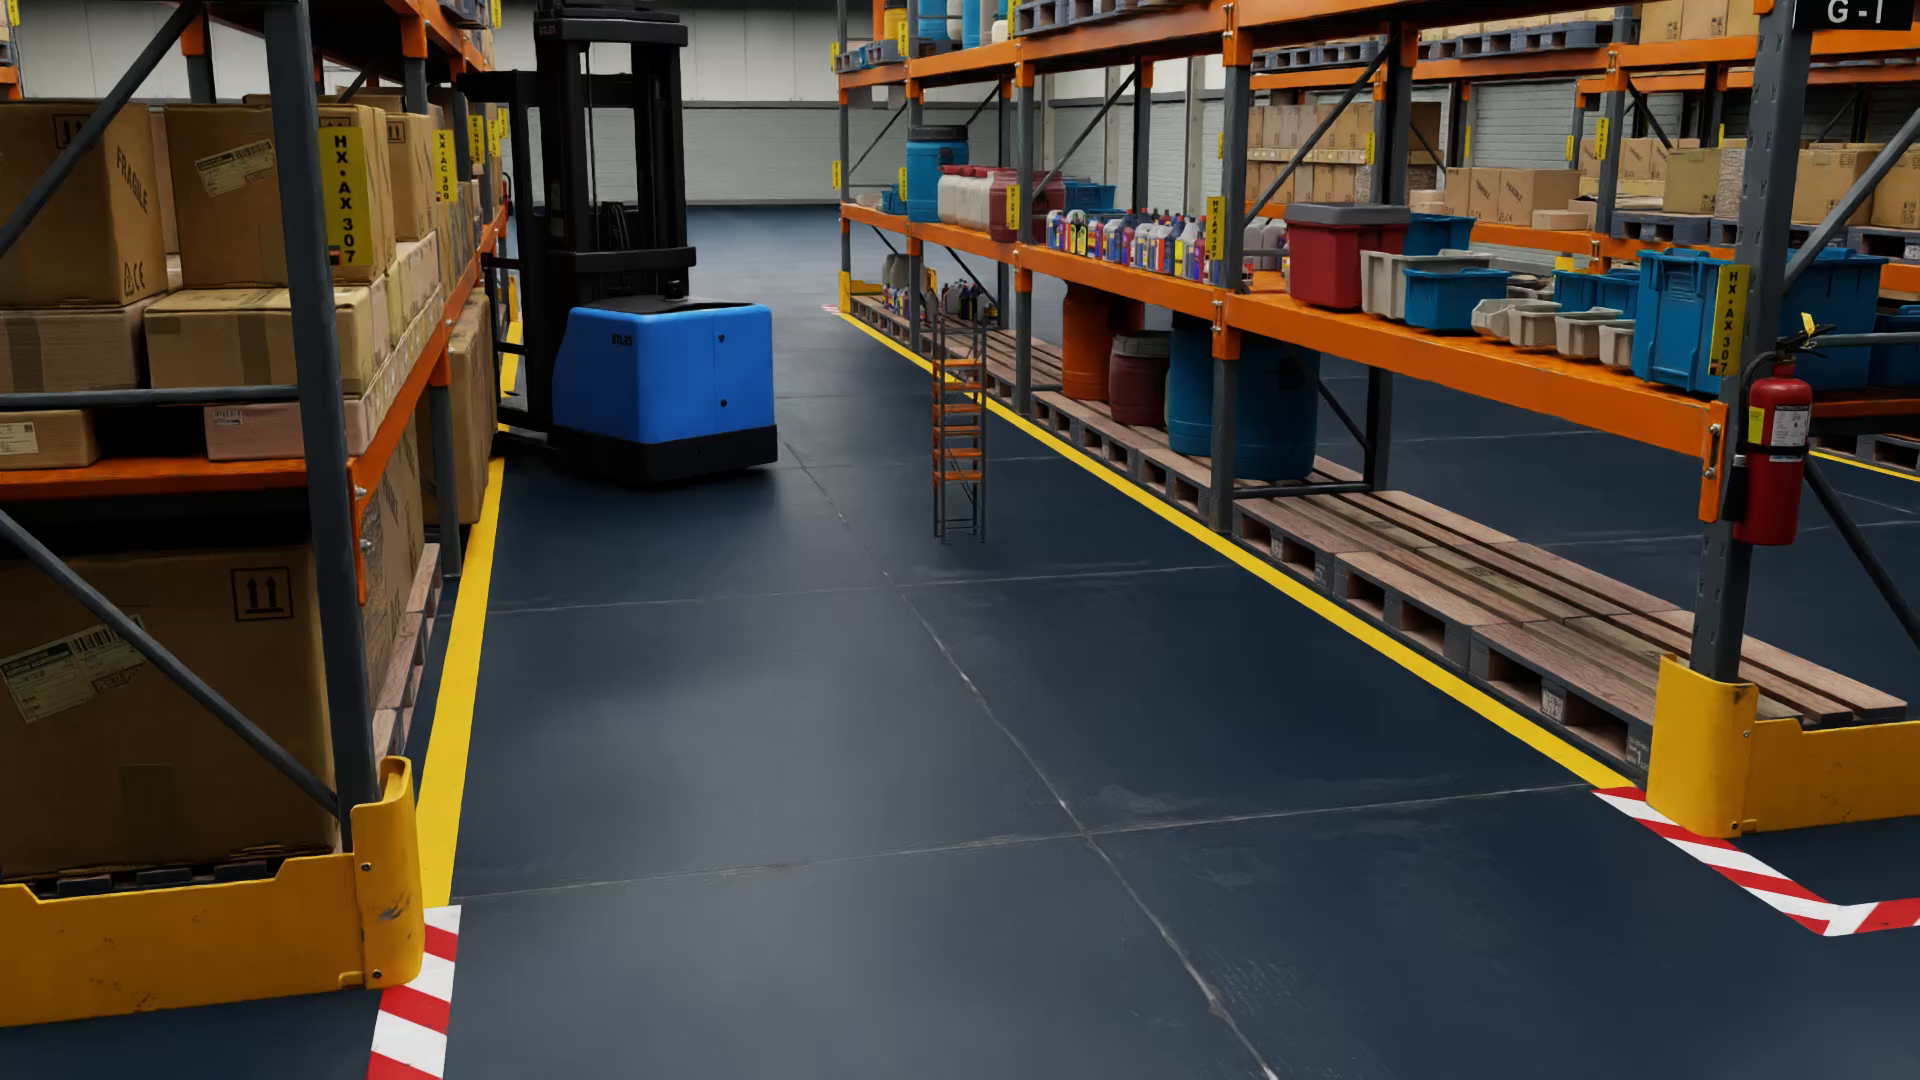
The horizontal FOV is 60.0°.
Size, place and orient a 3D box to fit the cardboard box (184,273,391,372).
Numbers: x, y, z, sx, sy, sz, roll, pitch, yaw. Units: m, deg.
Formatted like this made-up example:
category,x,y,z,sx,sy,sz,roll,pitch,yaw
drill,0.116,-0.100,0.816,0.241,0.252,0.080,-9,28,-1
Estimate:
category,x,y,z,sx,sy,sz,roll,pitch,yaw
cardboard box,-1.983,-0.647,4.944,0.500,0.250,0.500,-3,14,-14

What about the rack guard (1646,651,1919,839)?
category,x,y,z,sx,sy,sz,roll,pitch,yaw
rack guard,2.828,0.613,5.365,1.175,0.500,0.348,-3,14,-13

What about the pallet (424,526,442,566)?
category,x,y,z,sx,sy,sz,roll,pitch,yaw
pallet,-3.198,-0.072,8.777,1.003,0.211,1.213,-3,14,-13

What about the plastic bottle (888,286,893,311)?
category,x,y,z,sx,sy,sz,roll,pitch,yaw
plastic bottle,-0.744,-2.671,18.361,0.097,0.271,0.097,0,14,0

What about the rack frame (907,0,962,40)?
category,x,y,z,sx,sy,sz,roll,pitch,yaw
rack frame,-0.008,-6.289,15.707,1.000,3.000,0.127,-3,14,-13

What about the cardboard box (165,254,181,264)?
category,x,y,z,sx,sy,sz,roll,pitch,yaw
cardboard box,-2.741,-0.853,5.788,0.500,0.250,0.500,-3,14,-13

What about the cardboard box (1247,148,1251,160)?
category,x,y,z,sx,sy,sz,roll,pitch,yaw
cardboard box,3.751,-4.834,20.814,0.380,0.149,0.250,-3,14,-14

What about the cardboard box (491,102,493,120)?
category,x,y,z,sx,sy,sz,roll,pitch,yaw
cardboard box,-5.045,-4.240,17.019,0.500,0.500,0.500,-3,14,-13

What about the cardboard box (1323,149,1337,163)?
category,x,y,z,sx,sy,sz,roll,pitch,yaw
cardboard box,4.298,-4.299,18.626,0.380,0.149,0.250,-3,14,-13

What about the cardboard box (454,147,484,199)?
category,x,y,z,sx,sy,sz,roll,pitch,yaw
cardboard box,-4.326,-2.958,13.611,0.797,0.503,0.637,-2,14,-7

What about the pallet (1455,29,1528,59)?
category,x,y,z,sx,sy,sz,roll,pitch,yaw
pallet,5.235,-4.502,15.110,1.003,0.211,1.213,-3,14,-11

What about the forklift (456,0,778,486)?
category,x,y,z,sx,sy,sz,roll,pitch,yaw
forklift,-2.573,-2.032,11.067,3.031,2.935,1.130,13,19,43

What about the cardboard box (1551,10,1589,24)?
category,x,y,z,sx,sy,sz,roll,pitch,yaw
cardboard box,5.445,-4.537,14.287,0.500,0.250,0.500,-3,14,-12

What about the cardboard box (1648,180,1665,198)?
category,x,y,z,sx,sy,sz,roll,pitch,yaw
cardboard box,8.854,-4.302,20.491,0.500,0.250,0.500,-3,14,-13

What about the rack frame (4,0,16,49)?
category,x,y,z,sx,sy,sz,roll,pitch,yaw
rack frame,-10.607,-6.682,17.318,1.000,3.000,0.127,-3,14,-13

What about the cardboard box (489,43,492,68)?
category,x,y,z,sx,sy,sz,roll,pitch,yaw
cardboard box,-5.170,-5.075,17.374,0.500,0.250,0.500,-3,14,-12

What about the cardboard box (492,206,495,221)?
category,x,y,z,sx,sy,sz,roll,pitch,yaw
cardboard box,-4.627,-3.101,15.829,0.380,0.149,0.250,-3,14,-13

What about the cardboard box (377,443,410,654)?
category,x,y,z,sx,sy,sz,roll,pitch,yaw
cardboard box,-2.655,-0.060,6.446,0.875,0.875,0.875,-3,14,-13

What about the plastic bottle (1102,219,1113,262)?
category,x,y,z,sx,sy,sz,roll,pitch,yaw
plastic bottle,0.990,-1.977,10.968,0.097,0.271,0.097,0,14,0

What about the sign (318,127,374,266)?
category,x,y,z,sx,sy,sz,roll,pitch,yaw
sign,-1.464,-0.819,3.966,0.100,0.325,0.005,-3,14,-13

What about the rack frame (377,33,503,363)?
category,x,y,z,sx,sy,sz,roll,pitch,yaw
rack frame,-4.823,-3.098,15.289,1.000,3.000,0.127,-3,14,-13

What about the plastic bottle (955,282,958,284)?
category,x,y,z,sx,sy,sz,roll,pitch,yaw
plastic bottle,-0.045,-2.766,18.726,0.061,0.283,0.133,-3,14,-12

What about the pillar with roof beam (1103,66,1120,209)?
category,x,y,z,sx,sy,sz,roll,pitch,yaw
pillar with roof beam,-0.134,-12.947,42.960,9.100,9.000,0.400,-3,14,-13

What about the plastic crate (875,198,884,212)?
category,x,y,z,sx,sy,sz,roll,pitch,yaw
plastic crate,-0.636,-3.607,17.926,0.530,0.136,0.437,-3,14,-13

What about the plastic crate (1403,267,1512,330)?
category,x,y,z,sx,sy,sz,roll,pitch,yaw
plastic crate,2.078,-1.013,6.981,0.416,0.233,0.300,-3,14,-13

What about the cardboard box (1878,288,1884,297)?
category,x,y,z,sx,sy,sz,roll,pitch,yaw
cardboard box,9.981,-2.641,17.756,0.700,0.500,0.500,-4,14,-14

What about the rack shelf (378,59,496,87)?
category,x,y,z,sx,sy,sz,roll,pitch,yaw
rack shelf,-5.292,-4.667,16.907,1.077,0.370,4.000,-3,14,-13

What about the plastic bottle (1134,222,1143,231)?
category,x,y,z,sx,sy,sz,roll,pitch,yaw
plastic bottle,1.147,-1.884,10.589,0.097,0.271,0.097,0,14,0

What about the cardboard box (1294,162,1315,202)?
category,x,y,z,sx,sy,sz,roll,pitch,yaw
cardboard box,4.331,-4.156,19.406,0.700,0.500,0.500,-3,14,-11

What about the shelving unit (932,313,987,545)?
category,x,y,z,sx,sy,sz,roll,pitch,yaw
shelving unit,-0.003,-0.586,8.798,0.258,1.200,0.189,-3,14,-13

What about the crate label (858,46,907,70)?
category,x,y,z,sx,sy,sz,roll,pitch,yaw
crate label,-0.829,-5.232,18.015,0.502,0.251,0.408,-3,14,-13

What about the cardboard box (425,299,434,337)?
category,x,y,z,sx,sy,sz,roll,pitch,yaw
cardboard box,-2.373,-0.901,6.823,0.380,0.149,0.250,-3,14,-12

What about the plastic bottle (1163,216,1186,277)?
category,x,y,z,sx,sy,sz,roll,pitch,yaw
plastic bottle,1.293,-1.741,9.838,0.144,0.351,0.185,-3,14,-13

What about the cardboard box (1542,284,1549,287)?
category,x,y,z,sx,sy,sz,roll,pitch,yaw
cardboard box,5.660,-2.243,15.516,0.500,0.311,0.500,-4,14,-15

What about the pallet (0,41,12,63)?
category,x,y,z,sx,sy,sz,roll,pitch,yaw
pallet,-10.423,-5.012,16.986,1.003,0.211,1.213,-3,14,-13

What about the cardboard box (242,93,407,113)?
category,x,y,z,sx,sy,sz,roll,pitch,yaw
cardboard box,-3.102,-1.936,8.205,0.797,0.503,0.637,-4,14,-15

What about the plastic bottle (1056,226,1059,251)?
category,x,y,z,sx,sy,sz,roll,pitch,yaw
plastic bottle,0.742,-2.187,11.975,0.097,0.201,0.097,0,14,0

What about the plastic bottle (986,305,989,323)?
category,x,y,z,sx,sy,sz,roll,pitch,yaw
plastic bottle,0.319,-2.350,17.195,0.097,0.201,0.097,0,14,0

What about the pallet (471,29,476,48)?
category,x,y,z,sx,sy,sz,roll,pitch,yaw
pallet,-4.535,-4.077,13.369,1.213,0.211,1.003,-3,14,-13

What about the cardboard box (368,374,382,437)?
category,x,y,z,sx,sy,sz,roll,pitch,yaw
cardboard box,-1.829,-0.367,4.640,0.380,0.149,0.250,-3,14,-14

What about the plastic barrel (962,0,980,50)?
category,x,y,z,sx,sy,sz,roll,pitch,yaw
plastic barrel,0.322,-4.970,15.573,0.600,0.901,0.708,-3,14,-13

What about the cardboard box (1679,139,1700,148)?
category,x,y,z,sx,sy,sz,roll,pitch,yaw
cardboard box,8.979,-4.551,19.929,0.500,0.500,0.500,-4,14,-15

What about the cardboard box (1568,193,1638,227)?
category,x,y,z,sx,sy,sz,roll,pitch,yaw
cardboard box,5.725,-2.901,14.668,0.500,0.311,0.500,-3,14,-14

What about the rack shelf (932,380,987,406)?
category,x,y,z,sx,sy,sz,roll,pitch,yaw
rack shelf,-0.003,-0.776,8.752,0.258,0.103,0.180,-3,14,-13

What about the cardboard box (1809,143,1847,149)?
category,x,y,z,sx,sy,sz,roll,pitch,yaw
cardboard box,9.708,-4.070,18.127,0.700,0.500,0.500,-3,14,-13

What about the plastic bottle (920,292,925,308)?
category,x,y,z,sx,sy,sz,roll,pitch,yaw
plastic bottle,-0.440,-2.434,17.223,0.144,0.351,0.185,-4,14,-15

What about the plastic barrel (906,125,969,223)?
category,x,y,z,sx,sy,sz,roll,pitch,yaw
plastic barrel,-0.212,-3.512,15.925,0.600,0.901,0.708,-3,14,-13

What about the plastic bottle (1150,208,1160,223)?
category,x,y,z,sx,sy,sz,roll,pitch,yaw
plastic bottle,1.441,-2.325,12.371,0.061,0.283,0.133,-3,14,-13

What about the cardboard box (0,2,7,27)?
category,x,y,z,sx,sy,sz,roll,pitch,yaw
cardboard box,-10.221,-5.452,17.196,0.500,0.250,0.500,-3,14,-12

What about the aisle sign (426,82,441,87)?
category,x,y,z,sx,sy,sz,roll,pitch,yaw
aisle sign,-6.068,-5.282,18.747,0.394,0.787,0.004,-3,14,-13

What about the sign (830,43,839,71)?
category,x,y,z,sx,sy,sz,roll,pitch,yaw
sign,-1.484,-5.729,19.717,0.100,0.325,0.005,-3,14,-13

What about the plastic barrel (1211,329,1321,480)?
category,x,y,z,sx,sy,sz,roll,pitch,yaw
plastic barrel,1.759,-0.840,9.581,0.600,0.901,0.708,-3,14,-13

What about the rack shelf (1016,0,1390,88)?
category,x,y,z,sx,sy,sz,roll,pitch,yaw
rack shelf,1.401,-3.098,10.483,1.077,0.370,4.000,-3,14,-13

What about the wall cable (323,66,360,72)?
category,x,y,z,sx,sy,sz,roll,pitch,yaw
wall cable,-18.152,-15.746,47.252,2.305,6.003,0.169,-3,14,-13

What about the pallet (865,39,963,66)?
category,x,y,z,sx,sy,sz,roll,pitch,yaw
pallet,-0.273,-4.901,16.744,1.213,0.211,1.003,-3,14,-13
